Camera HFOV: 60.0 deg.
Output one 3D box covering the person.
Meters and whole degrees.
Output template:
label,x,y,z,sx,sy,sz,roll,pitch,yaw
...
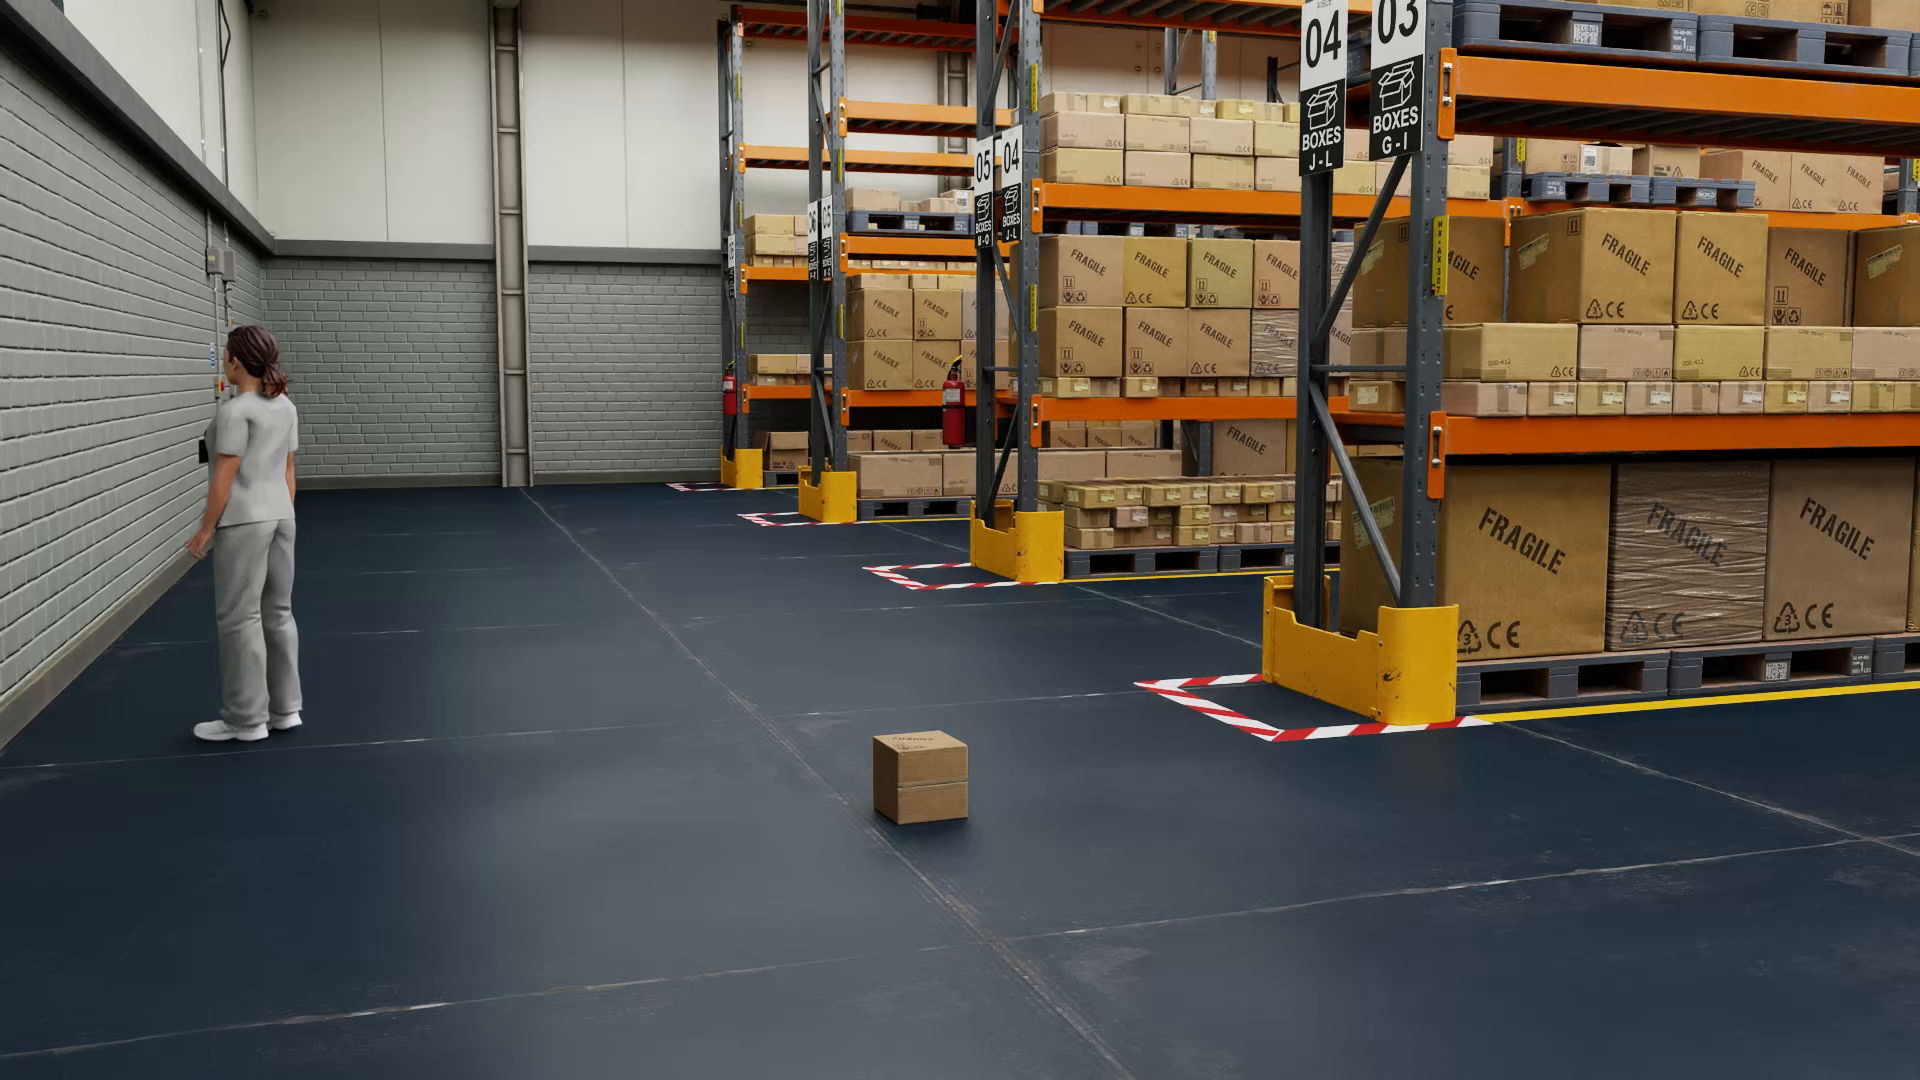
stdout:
label,x,y,z,sx,sy,sz,roll,pitch,yaw
person,-2.890,-0.018,6.753,0.428,1.692,0.444,1,6,13
